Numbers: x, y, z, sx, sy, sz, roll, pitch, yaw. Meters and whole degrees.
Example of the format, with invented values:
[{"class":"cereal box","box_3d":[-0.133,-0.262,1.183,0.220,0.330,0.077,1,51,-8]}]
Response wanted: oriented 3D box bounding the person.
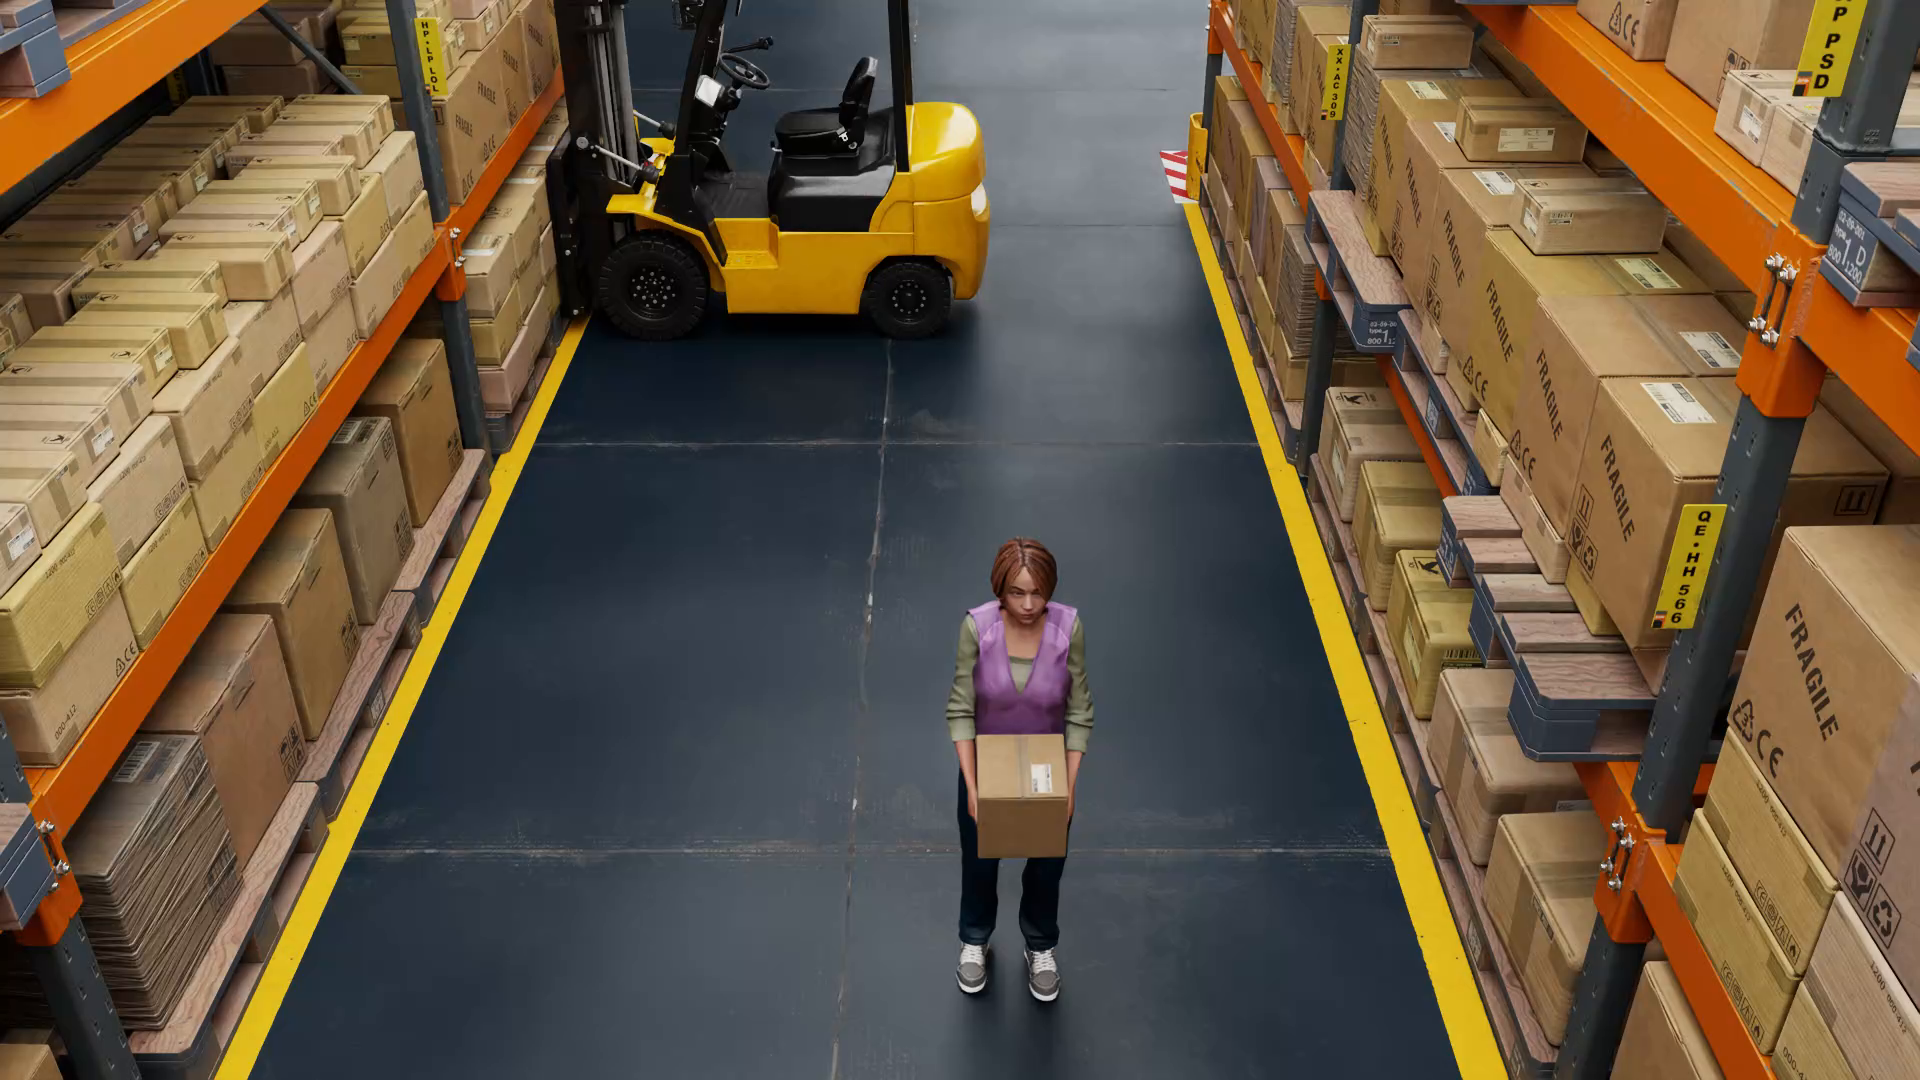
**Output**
[{"class":"person","box_3d":[0.176,0.729,4.969,0.440,1.602,0.461,0,32,-1]}]
